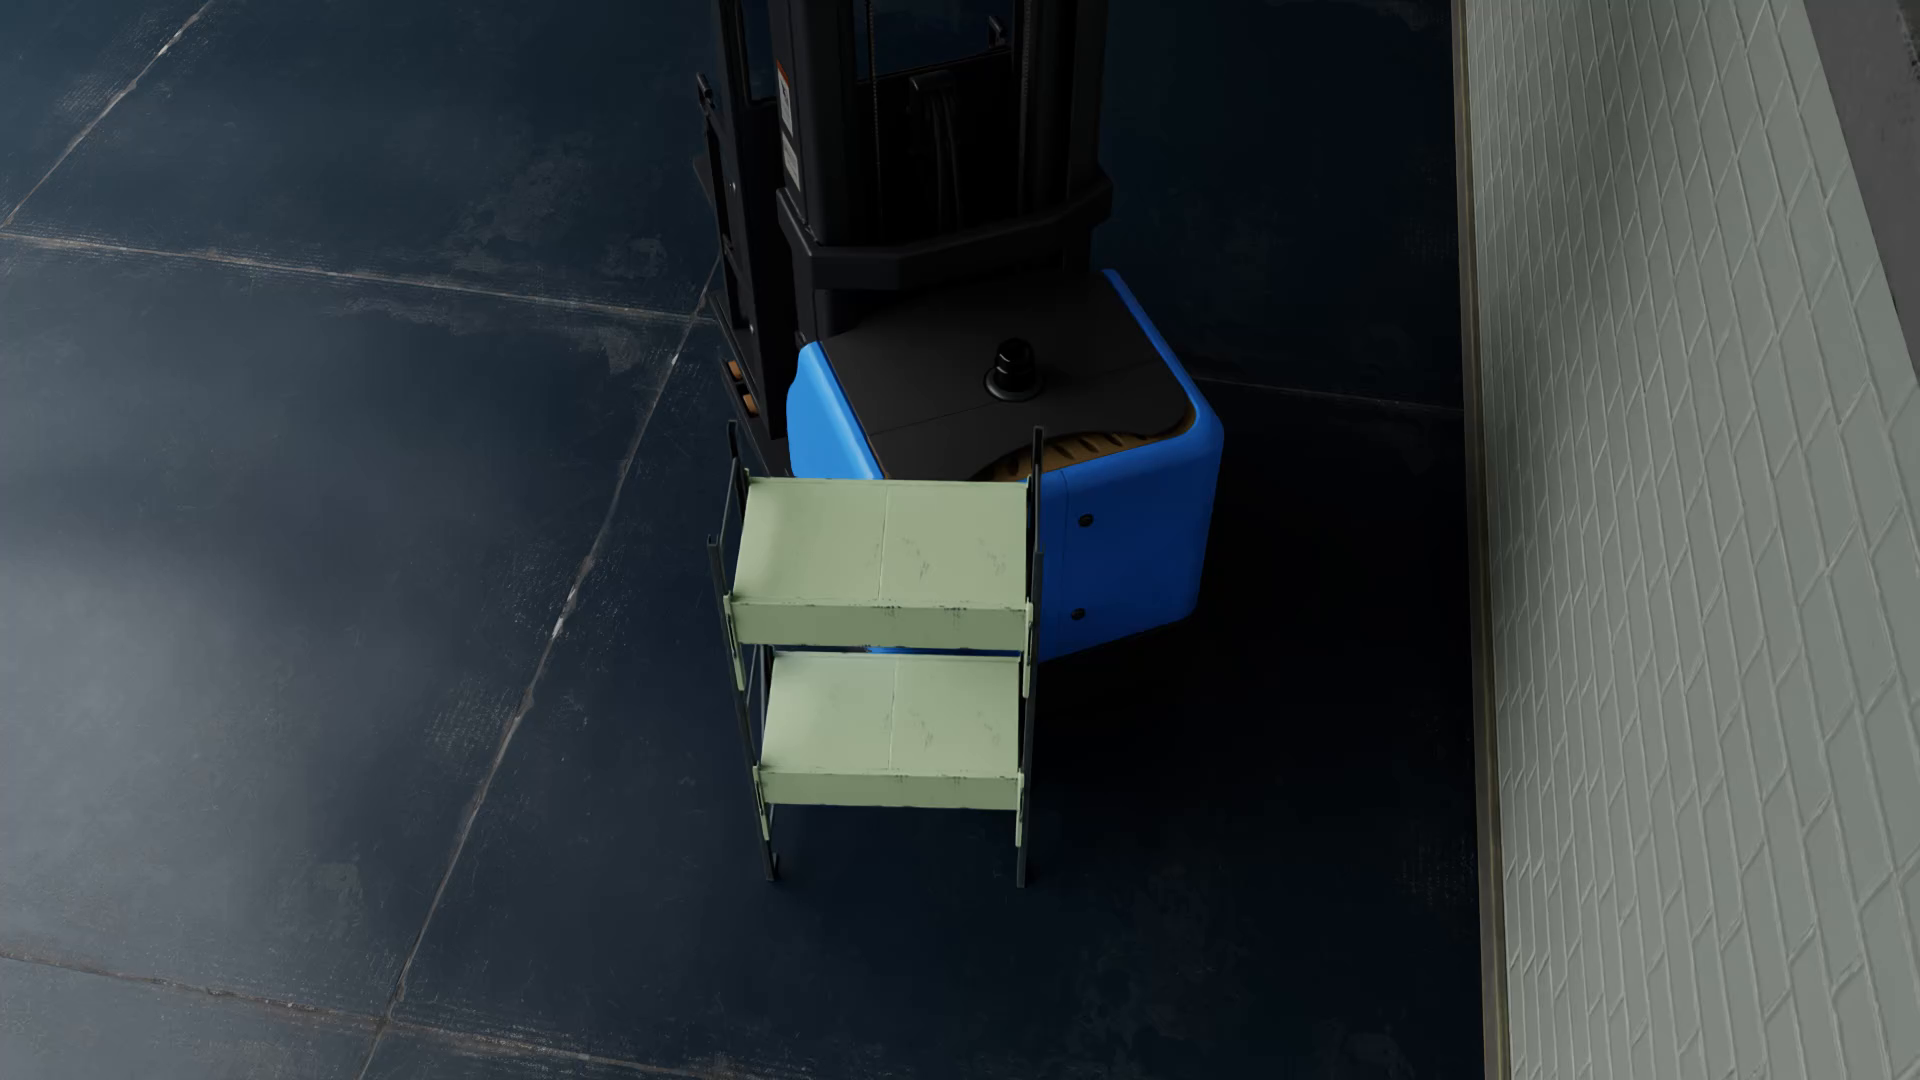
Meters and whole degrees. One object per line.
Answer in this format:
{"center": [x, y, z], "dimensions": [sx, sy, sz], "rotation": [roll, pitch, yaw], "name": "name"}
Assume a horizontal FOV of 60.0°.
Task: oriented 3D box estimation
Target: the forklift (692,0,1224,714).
{"center": [-0.247, -1.458, 5.090], "dimensions": [1.130, 2.935, 3.031], "rotation": [-16, 50, -14], "name": "forklift"}

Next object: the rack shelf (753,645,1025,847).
{"center": [-0.183, 0.575, 4.657], "dimensions": [0.720, 0.370, 0.431], "rotation": [1, 49, 1], "name": "rack shelf"}

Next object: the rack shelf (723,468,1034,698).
{"center": [-0.183, 0.106, 4.116], "dimensions": [0.720, 0.370, 0.431], "rotation": [1, 49, 1], "name": "rack shelf"}

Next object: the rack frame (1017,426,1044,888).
{"center": [0.183, 0.370, 4.403], "dimensions": [0.023, 1.500, 0.400], "rotation": [1, 49, 1], "name": "rack frame"}

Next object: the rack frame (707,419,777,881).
{"center": [-0.549, 0.354, 4.419], "dimensions": [0.023, 1.500, 0.400], "rotation": [1, 49, 1], "name": "rack frame"}

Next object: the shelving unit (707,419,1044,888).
{"center": [-0.183, 0.362, 4.411], "dimensions": [0.755, 1.500, 0.431], "rotation": [1, 49, 1], "name": "shelving unit"}
